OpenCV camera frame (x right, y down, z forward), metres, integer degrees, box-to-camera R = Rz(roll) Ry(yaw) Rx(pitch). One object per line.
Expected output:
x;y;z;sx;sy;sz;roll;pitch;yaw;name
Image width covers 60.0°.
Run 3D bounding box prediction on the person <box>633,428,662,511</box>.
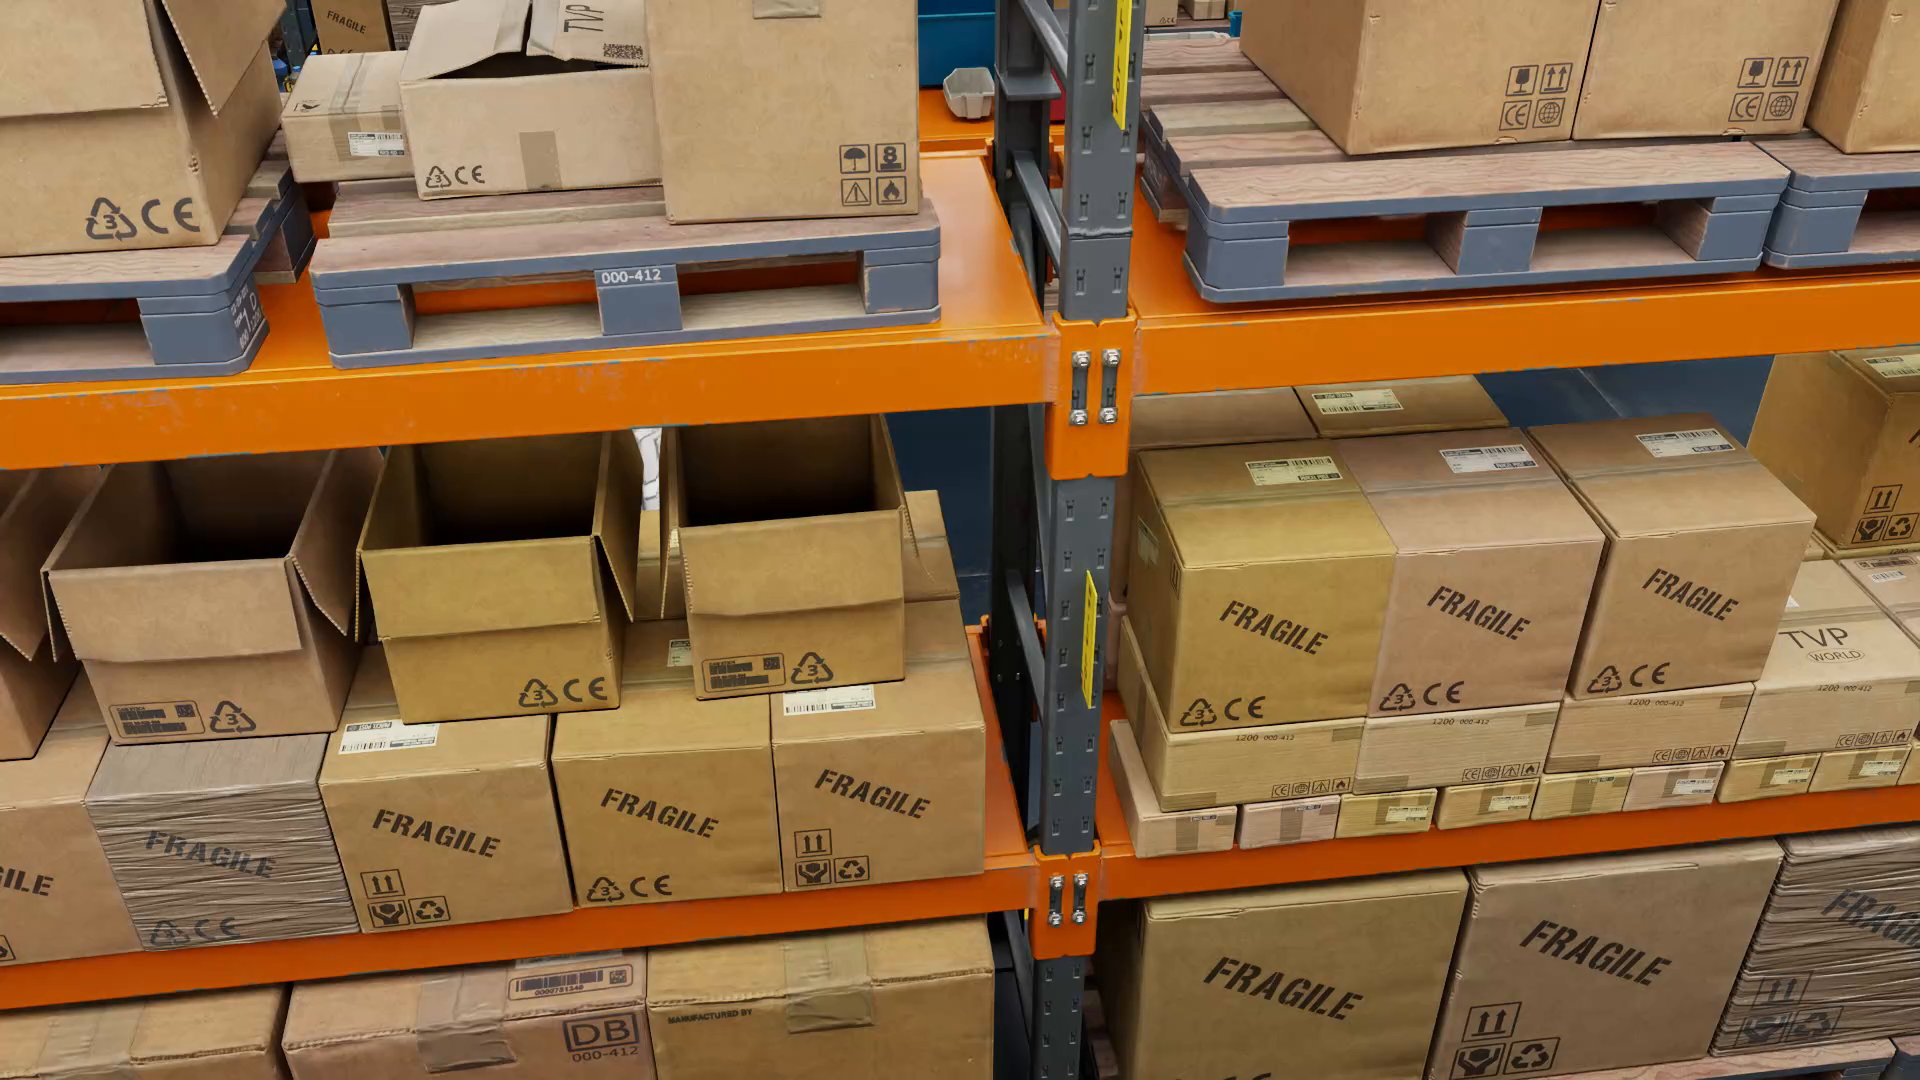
-1.169;-0.218;7.161;0.565;0.958;0.951;-4;35;-6;person
